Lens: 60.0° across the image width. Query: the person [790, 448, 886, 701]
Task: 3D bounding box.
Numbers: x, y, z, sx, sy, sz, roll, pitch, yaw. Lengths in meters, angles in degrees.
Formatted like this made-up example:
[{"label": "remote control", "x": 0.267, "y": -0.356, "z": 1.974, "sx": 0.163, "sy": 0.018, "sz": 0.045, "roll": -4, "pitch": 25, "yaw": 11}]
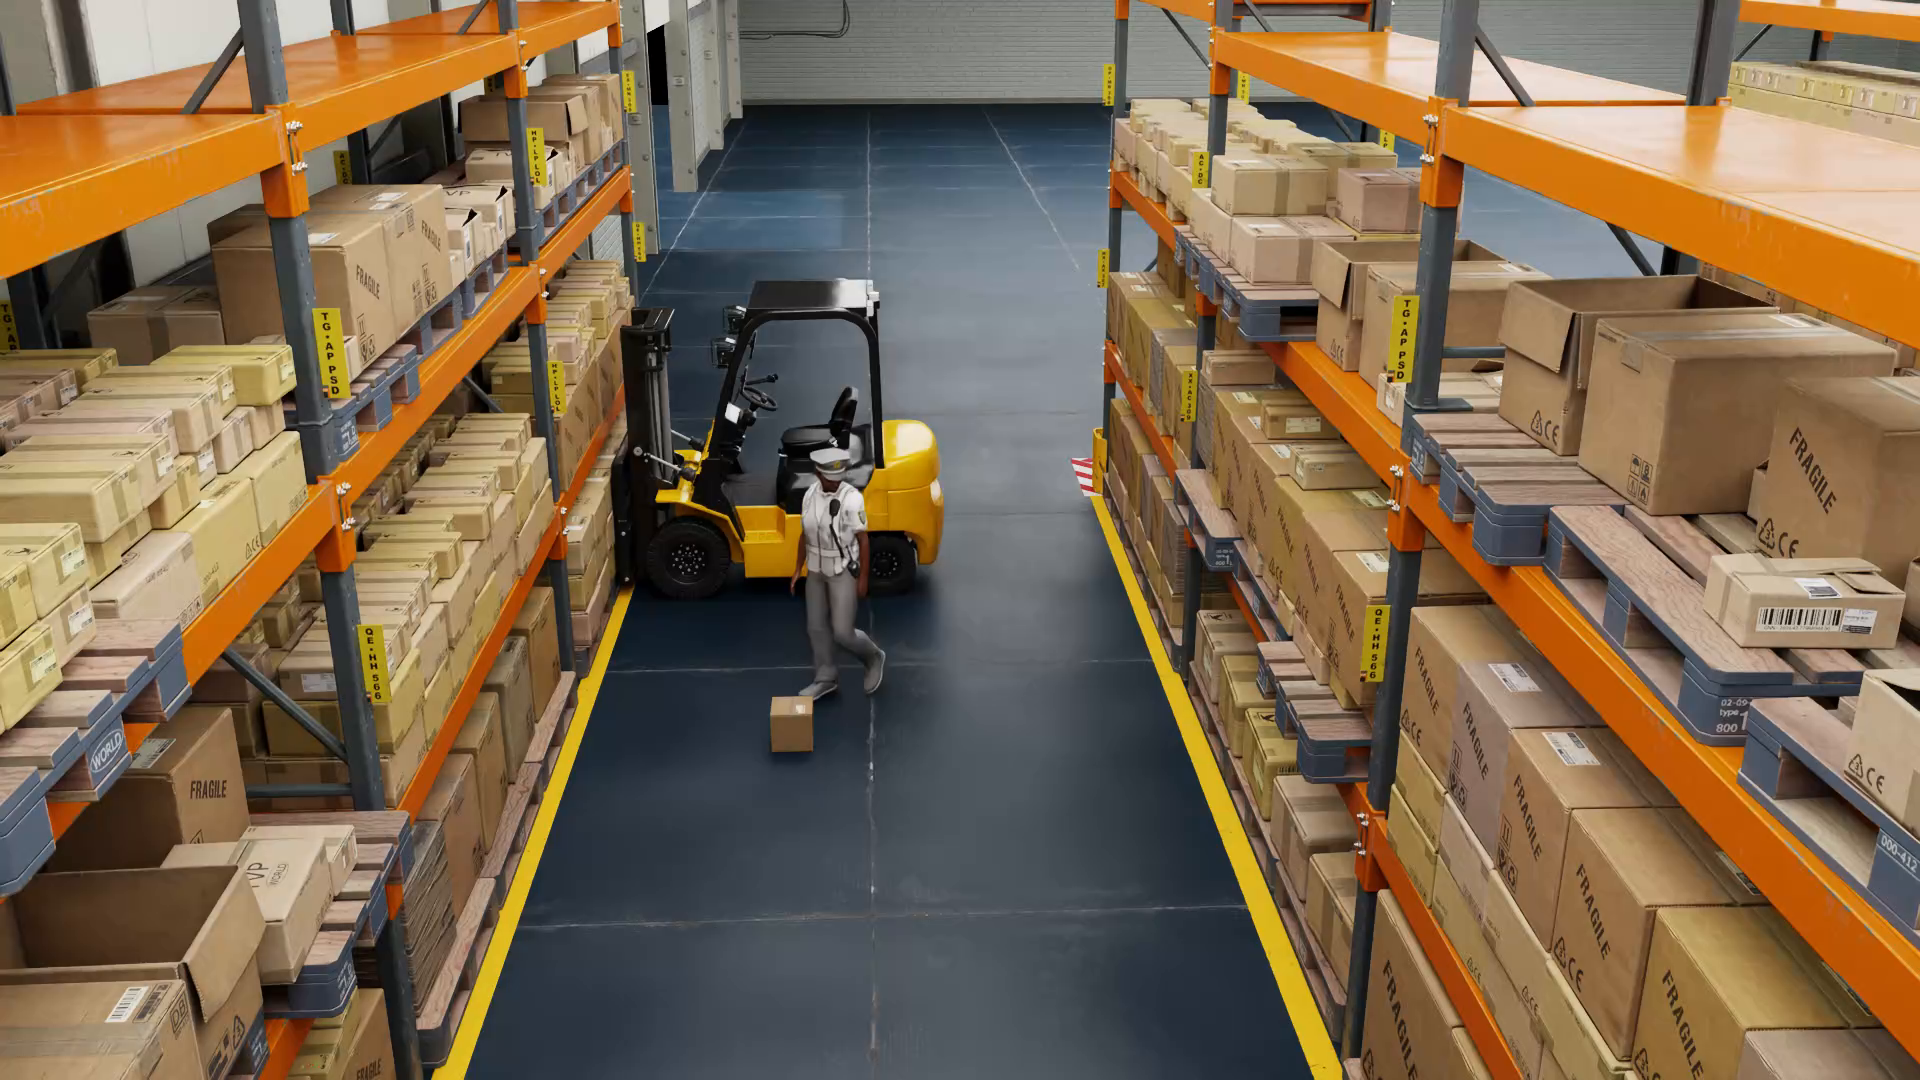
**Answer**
[{"label": "person", "x": -0.790, "y": 0.217, "z": 10.456, "sx": 0.493, "sy": 1.660, "sz": 0.494, "roll": 15, "pitch": 25, "yaw": 35}]
